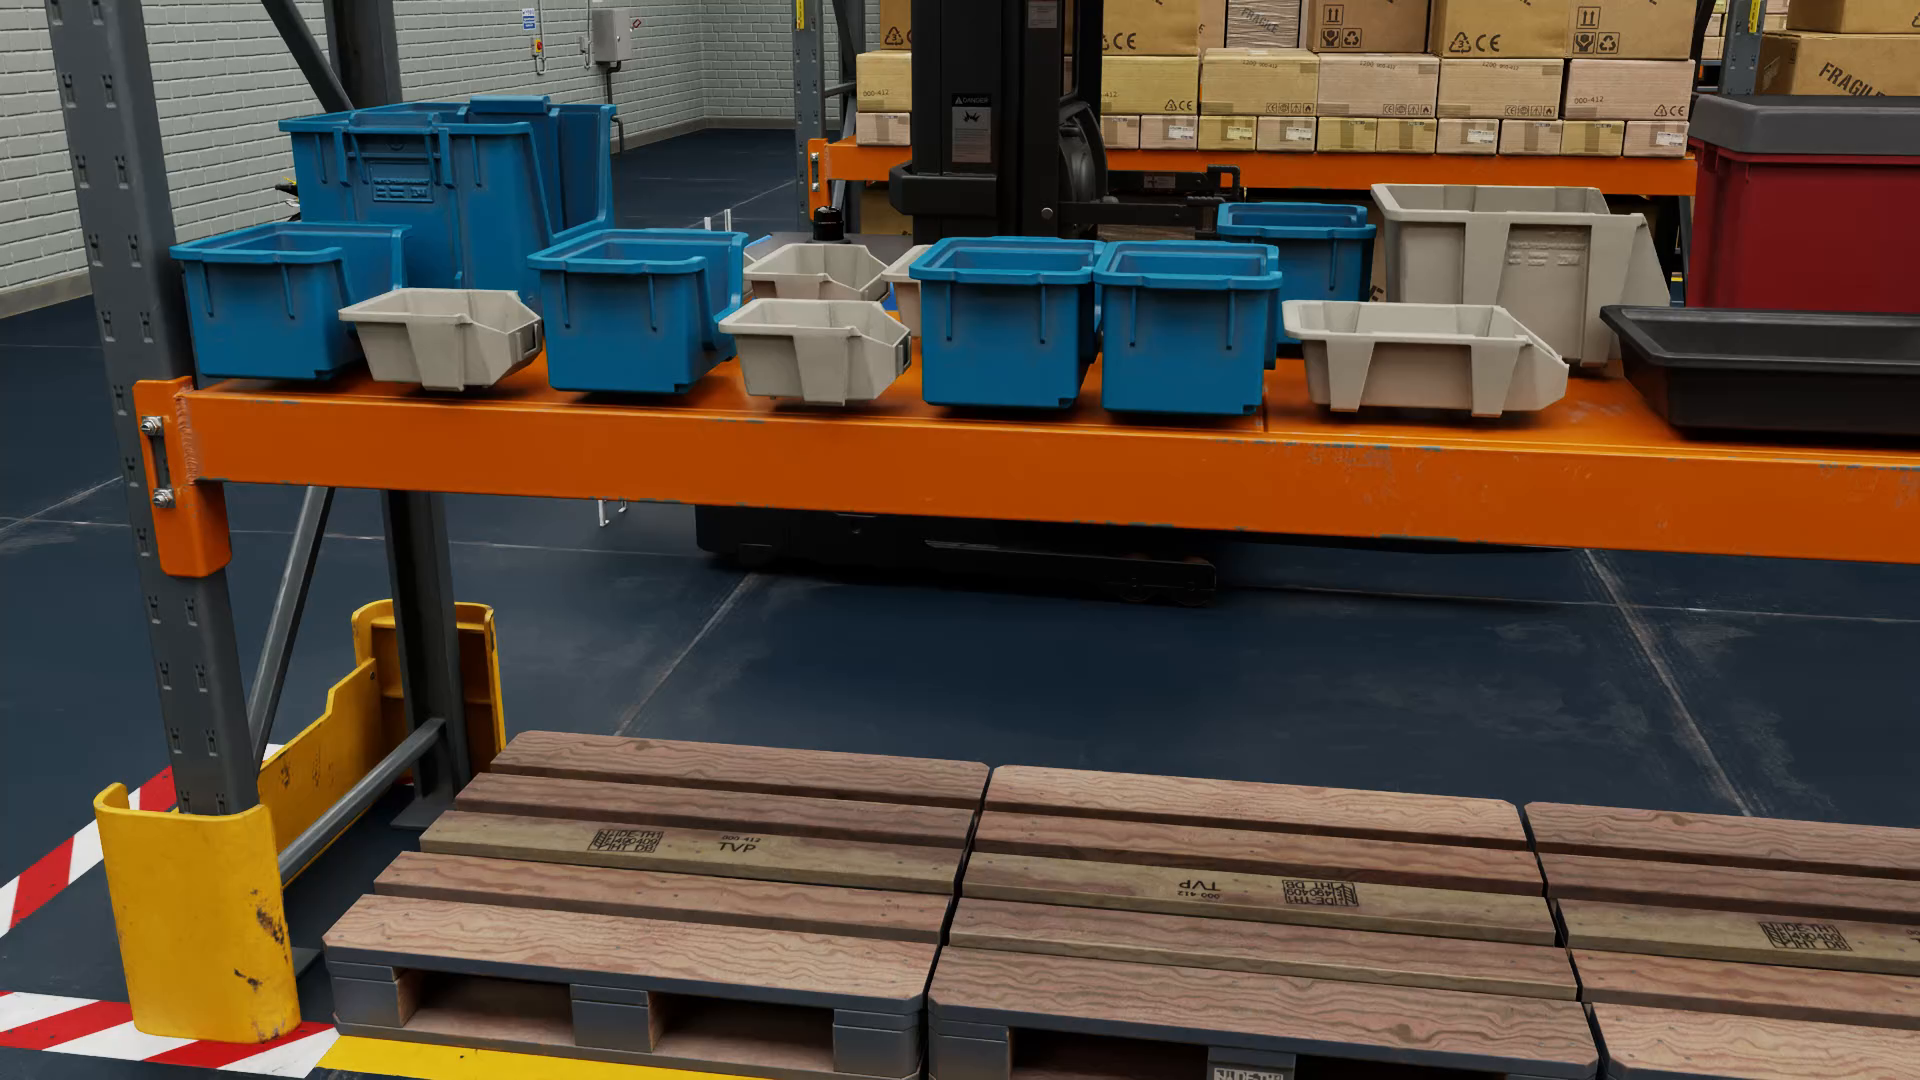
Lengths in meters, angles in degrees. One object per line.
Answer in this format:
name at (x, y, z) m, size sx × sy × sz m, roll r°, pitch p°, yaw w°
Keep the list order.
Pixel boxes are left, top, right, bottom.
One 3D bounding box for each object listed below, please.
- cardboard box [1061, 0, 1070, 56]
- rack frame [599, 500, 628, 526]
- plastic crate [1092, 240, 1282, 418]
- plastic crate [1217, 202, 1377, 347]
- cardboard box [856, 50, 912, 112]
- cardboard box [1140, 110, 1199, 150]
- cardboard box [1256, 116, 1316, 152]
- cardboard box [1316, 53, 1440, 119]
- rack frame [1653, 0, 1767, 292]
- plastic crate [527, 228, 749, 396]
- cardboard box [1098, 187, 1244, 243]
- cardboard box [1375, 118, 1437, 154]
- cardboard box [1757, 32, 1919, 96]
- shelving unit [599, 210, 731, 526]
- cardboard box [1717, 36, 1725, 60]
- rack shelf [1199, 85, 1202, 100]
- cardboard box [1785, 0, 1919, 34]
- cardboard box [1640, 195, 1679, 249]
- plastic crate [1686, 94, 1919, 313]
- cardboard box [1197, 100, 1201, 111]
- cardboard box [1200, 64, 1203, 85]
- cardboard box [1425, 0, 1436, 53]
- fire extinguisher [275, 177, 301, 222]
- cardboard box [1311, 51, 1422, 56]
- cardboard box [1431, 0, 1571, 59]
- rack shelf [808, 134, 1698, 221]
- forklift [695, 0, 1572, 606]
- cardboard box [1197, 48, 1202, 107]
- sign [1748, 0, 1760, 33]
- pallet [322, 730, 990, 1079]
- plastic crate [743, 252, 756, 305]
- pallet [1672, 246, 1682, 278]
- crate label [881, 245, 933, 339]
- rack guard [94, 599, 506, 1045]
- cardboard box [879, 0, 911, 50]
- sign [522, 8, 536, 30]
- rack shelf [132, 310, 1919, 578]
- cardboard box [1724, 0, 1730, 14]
cardboard box at (0.308, -2.454, 7.496) m, size 0.500 × 0.500 × 0.500 m, roll 2°, pitch 19°, yaw 7°
rack frame at (-1.367, -0.659, 6.383) m, size 0.015 × 1.200 × 0.240 m, roll 4°, pitch 19°, yaw 11°
plastic crate at (0.385, -0.363, 2.830) m, size 0.300 × 0.233 × 0.416 m, roll 3°, pitch 19°, yaw 9°
plastic crate at (0.666, -0.537, 3.349) m, size 0.300 × 0.233 × 0.416 m, roll 3°, pitch 19°, yaw 9°
cardboard box at (-0.186, -2.124, 7.690) m, size 0.500 × 0.250 × 0.500 m, roll 2°, pitch 19°, yaw 7°
cardboard box at (0.951, -1.858, 7.525) m, size 0.250 × 0.149 × 0.380 m, roll 3°, pitch 19°, yaw 8°
cardboard box at (1.459, -1.832, 7.448) m, size 0.250 × 0.149 × 0.380 m, roll 3°, pitch 19°, yaw 10°
cardboard box at (1.840, -2.022, 7.387) m, size 0.500 × 0.250 × 0.500 m, roll 3°, pitch 19°, yaw 10°
rack frame at (3.332, -1.961, 7.437) m, size 0.127 × 3.000 × 1.000 m, roll 3°, pitch 19°, yaw 9°
plastic crate at (-0.561, -0.411, 2.974) m, size 0.300 × 0.233 × 0.416 m, roll 3°, pitch 19°, yaw 9°
cardboard box at (0.926, -1.301, 8.151) m, size 0.875 × 0.875 × 0.875 m, roll 3°, pitch 19°, yaw 9°
cardboard box at (1.963, -1.806, 7.371) m, size 0.250 × 0.149 × 0.380 m, roll 3°, pitch 19°, yaw 10°
cardboard box at (3.747, -1.907, 7.118) m, size 0.500 × 0.500 × 0.500 m, roll 3°, pitch 19°, yaw 9°
shelving unit at (-1.128, -0.644, 6.336) m, size 0.503 × 1.200 × 0.258 m, roll 4°, pitch 19°, yaw 11°
cardboard box at (5.304, -3.387, 11.433) m, size 0.250 × 0.149 × 0.380 m, roll 3°, pitch 19°, yaw 9°
rack shelf at (2.244, -3.269, 12.481) m, size 4.000 × 0.370 × 1.077 m, roll 3°, pitch 19°, yaw 9°
cardboard box at (3.964, -2.455, 7.174) m, size 0.637 × 0.503 × 0.797 m, roll 2°, pitch 19°, yaw 7°
cardboard box at (4.906, -2.403, 12.037) m, size 0.500 × 0.500 × 0.500 m, roll 4°, pitch 19°, yaw 11°
plastic crate at (1.705, -0.592, 3.149) m, size 0.583 × 0.464 × 0.402 m, roll 3°, pitch 19°, yaw 9°
cardboard box at (1.052, -2.065, 8.143) m, size 0.250 × 0.149 × 0.380 m, roll 3°, pitch 19°, yaw 9°
cardboard box at (1.833, -3.430, 12.224) m, size 0.250 × 0.149 × 0.380 m, roll 3°, pitch 19°, yaw 8°
cardboard box at (2.415, -2.518, 7.687) m, size 0.500 × 0.500 × 0.500 m, roll 3°, pitch 19°, yaw 9°
fire extinguisher at (-1.479, -0.547, 3.921) m, size 0.183 × 0.674 × 0.296 m, roll 3°, pitch 19°, yaw 9°
cardboard box at (1.907, -2.188, 7.882) m, size 0.500 × 0.250 × 0.500 m, roll 3°, pitch 19°, yaw 10°
cardboard box at (2.342, -2.353, 7.193) m, size 0.500 × 0.500 × 0.500 m, roll 3°, pitch 19°, yaw 9°
rack shelf at (1.358, -1.721, 7.852) m, size 4.000 × 0.370 × 1.077 m, roll 3°, pitch 19°, yaw 9°
forklift at (0.615, -1.350, 5.717) m, size 3.031 × 2.935 × 1.130 m, roll 4°, pitch 19°, yaw 11°
cardboard box at (0.907, -2.240, 8.038) m, size 0.500 × 0.250 × 0.500 m, roll 2°, pitch 19°, yaw 7°
sign at (3.246, -2.235, 6.767) m, size 0.005 × 0.325 × 0.100 m, roll 3°, pitch 19°, yaw 9°
pallet at (-0.594, 0.765, 3.683) m, size 1.213 × 0.211 × 1.003 m, roll 3°, pitch 19°, yaw 9°
plastic crate at (-0.569, -0.530, 3.480) m, size 0.243 × 0.136 × 0.396 m, roll 3°, pitch 19°, yaw 9°
pallet at (4.988, -2.149, 12.393) m, size 1.213 × 0.211 × 1.003 m, roll 3°, pitch 19°, yaw 9°
crate label at (-0.006, -0.504, 3.404) m, size 0.243 × 0.136 × 0.396 m, roll 3°, pitch 19°, yaw 9°
rack guard at (-1.428, 0.577, 3.789) m, size 0.348 × 0.500 × 1.175 m, roll 3°, pitch 19°, yaw 9°
cardboard box at (-0.094, -2.646, 8.069) m, size 0.500 × 0.500 × 0.500 m, roll 3°, pitch 19°, yaw 9°
sign at (-4.684, -5.660, 18.065) m, size 0.001 × 0.218 × 0.327 m, roll 3°, pitch 19°, yaw 9°
rack shelf at (0.572, -0.169, 3.215) m, size 4.000 × 0.370 × 1.077 m, roll 3°, pitch 19°, yaw 9°
cardboard box at (5.310, -3.669, 11.338) m, size 0.250 × 0.149 × 0.380 m, roll 3°, pitch 19°, yaw 8°
